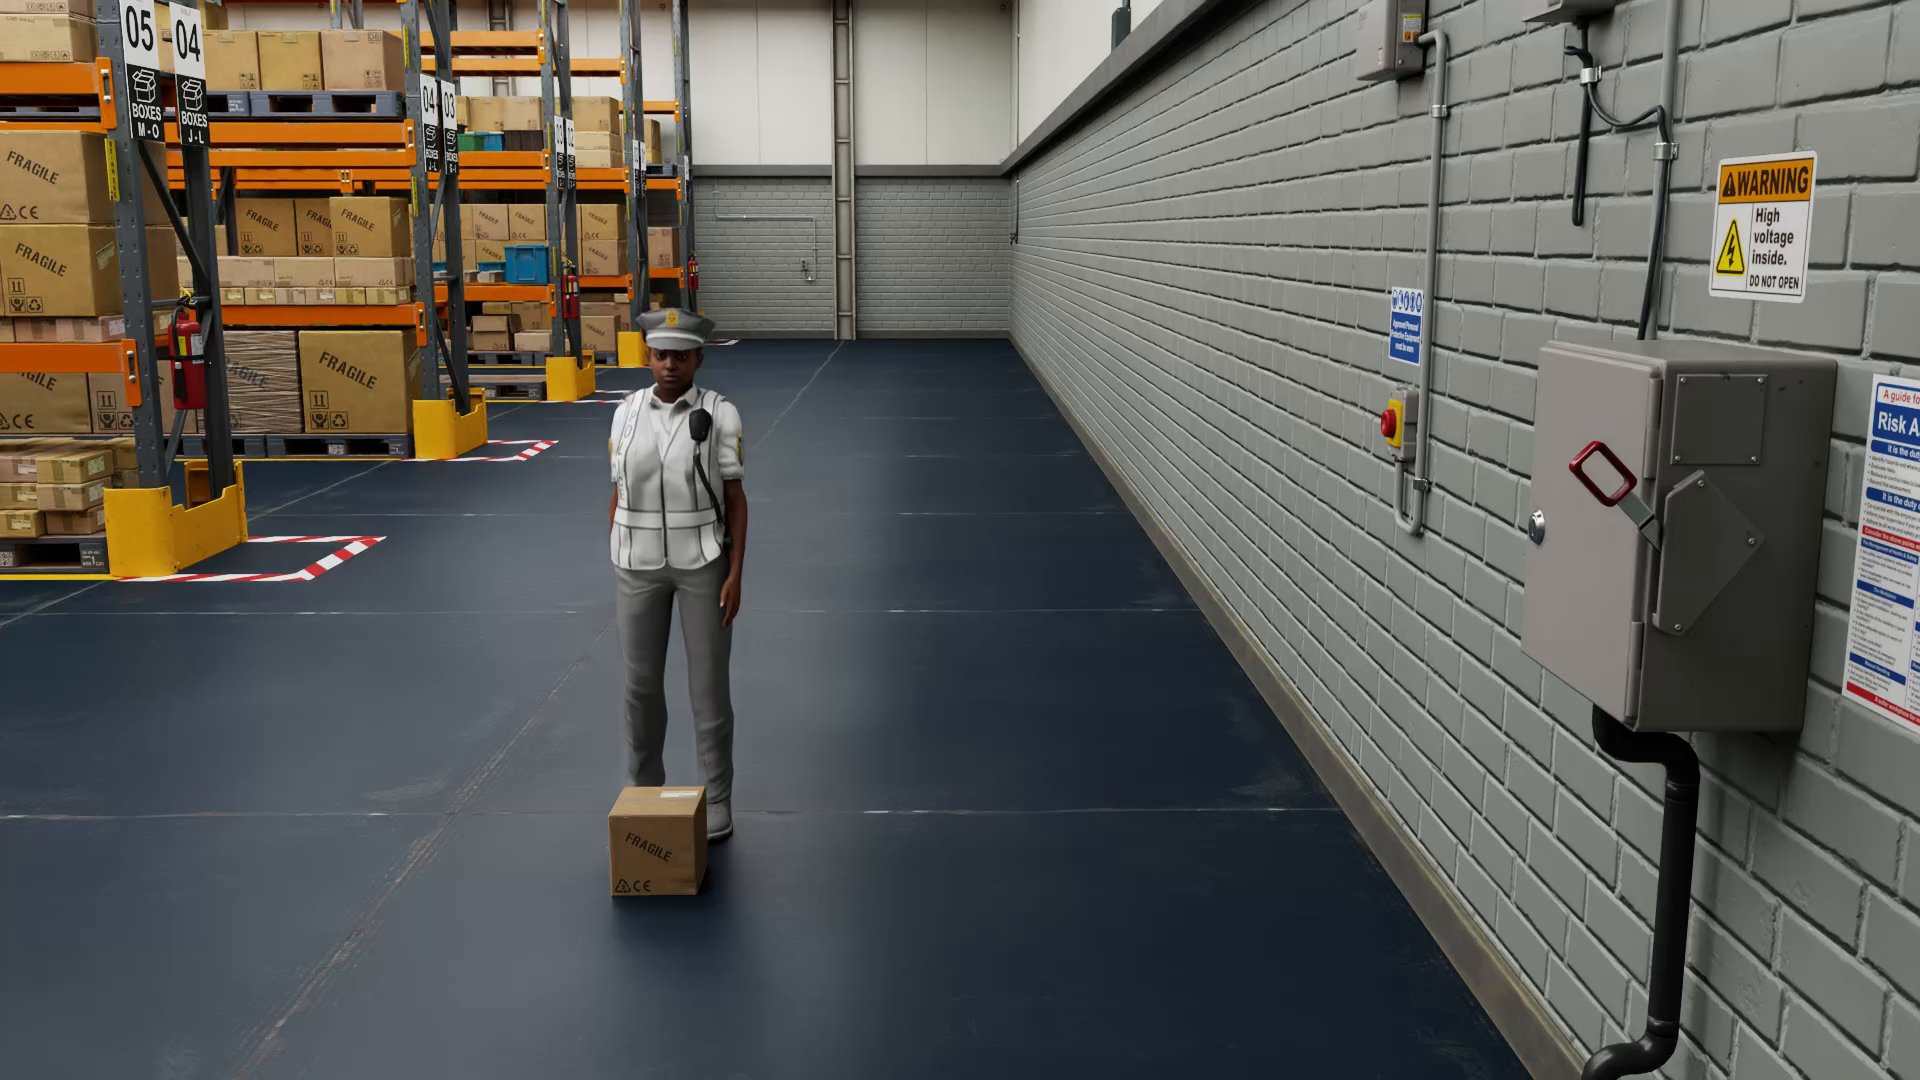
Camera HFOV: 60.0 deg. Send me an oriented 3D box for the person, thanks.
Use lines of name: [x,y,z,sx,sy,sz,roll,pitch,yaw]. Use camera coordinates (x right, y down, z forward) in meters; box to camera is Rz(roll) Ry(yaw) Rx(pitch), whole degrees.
person: [-0.899,0.121,5.294,0.452,1.716,0.351,0,10,0]
